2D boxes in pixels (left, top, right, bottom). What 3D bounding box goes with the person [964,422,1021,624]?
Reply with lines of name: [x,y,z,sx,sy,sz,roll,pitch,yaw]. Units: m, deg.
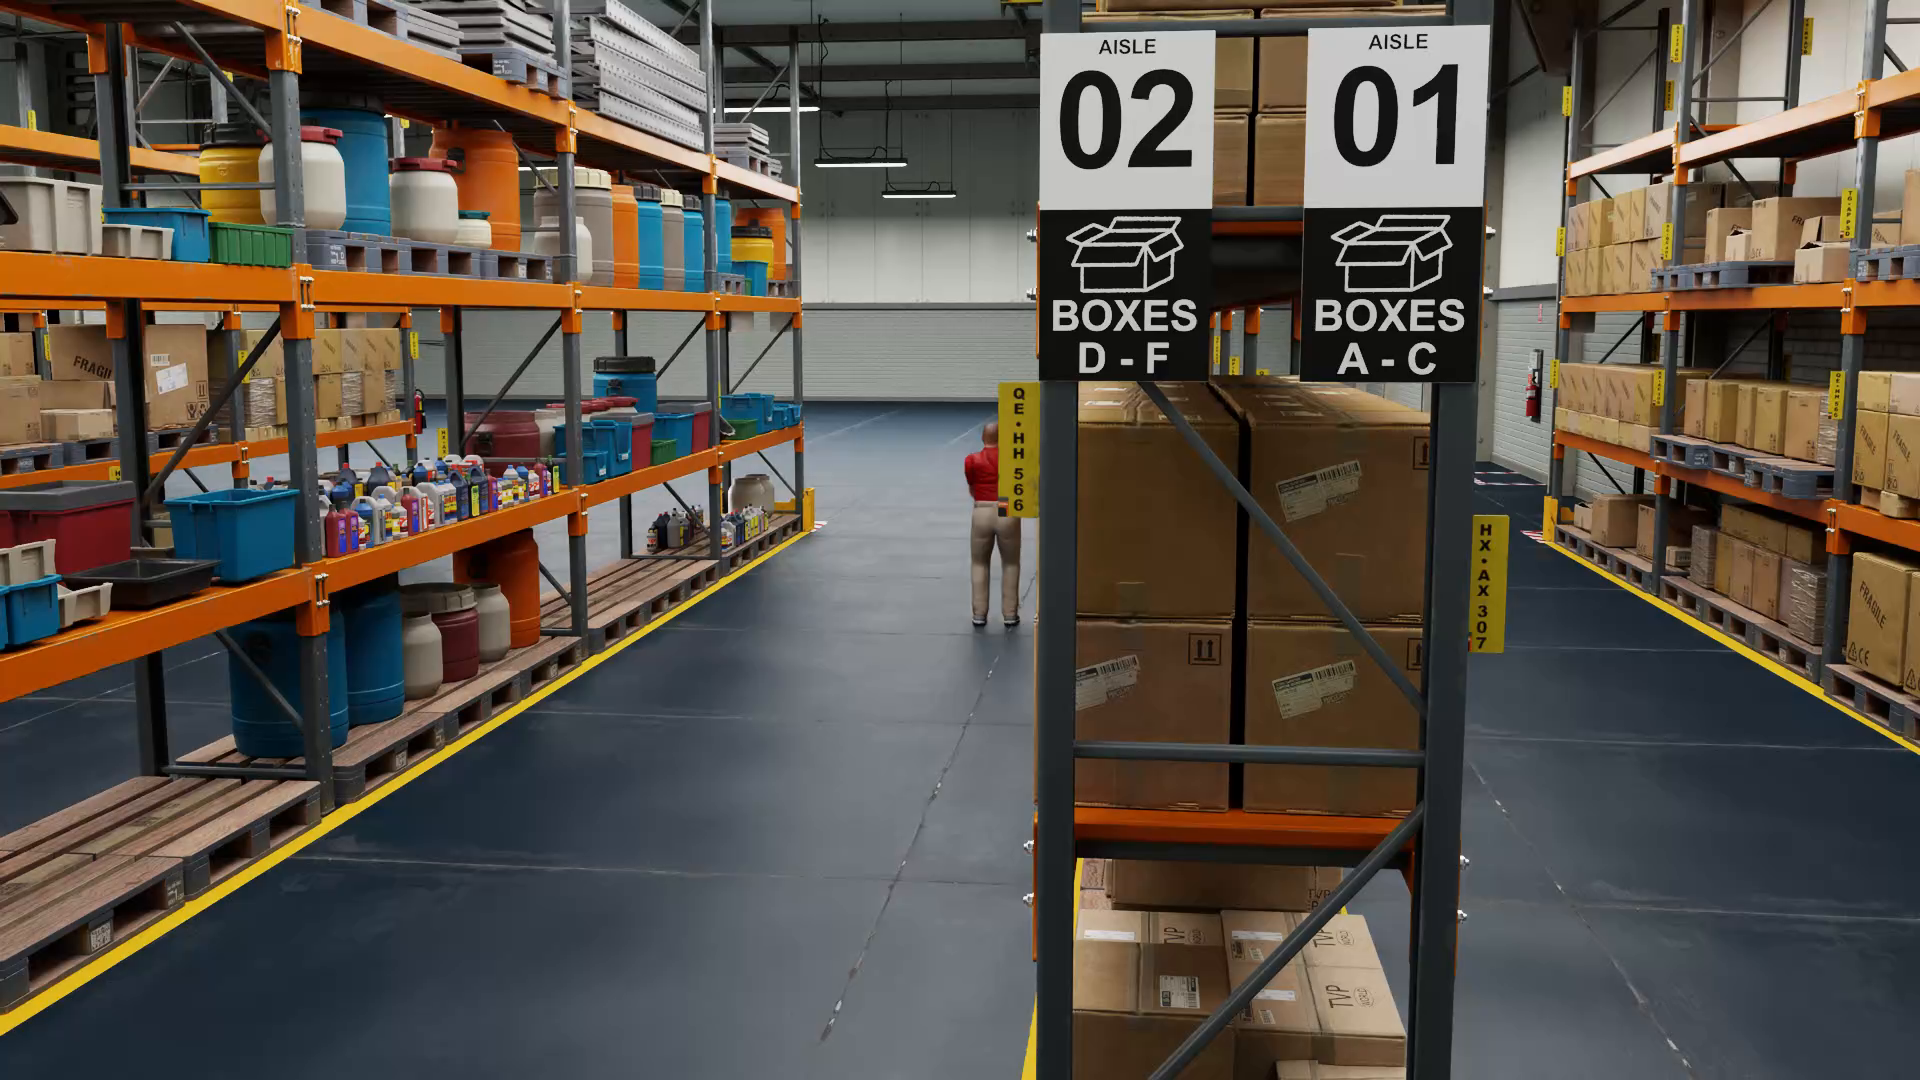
person: [0.297,-0.152,14.052,0.493,1.712,0.530,1,8,7]
